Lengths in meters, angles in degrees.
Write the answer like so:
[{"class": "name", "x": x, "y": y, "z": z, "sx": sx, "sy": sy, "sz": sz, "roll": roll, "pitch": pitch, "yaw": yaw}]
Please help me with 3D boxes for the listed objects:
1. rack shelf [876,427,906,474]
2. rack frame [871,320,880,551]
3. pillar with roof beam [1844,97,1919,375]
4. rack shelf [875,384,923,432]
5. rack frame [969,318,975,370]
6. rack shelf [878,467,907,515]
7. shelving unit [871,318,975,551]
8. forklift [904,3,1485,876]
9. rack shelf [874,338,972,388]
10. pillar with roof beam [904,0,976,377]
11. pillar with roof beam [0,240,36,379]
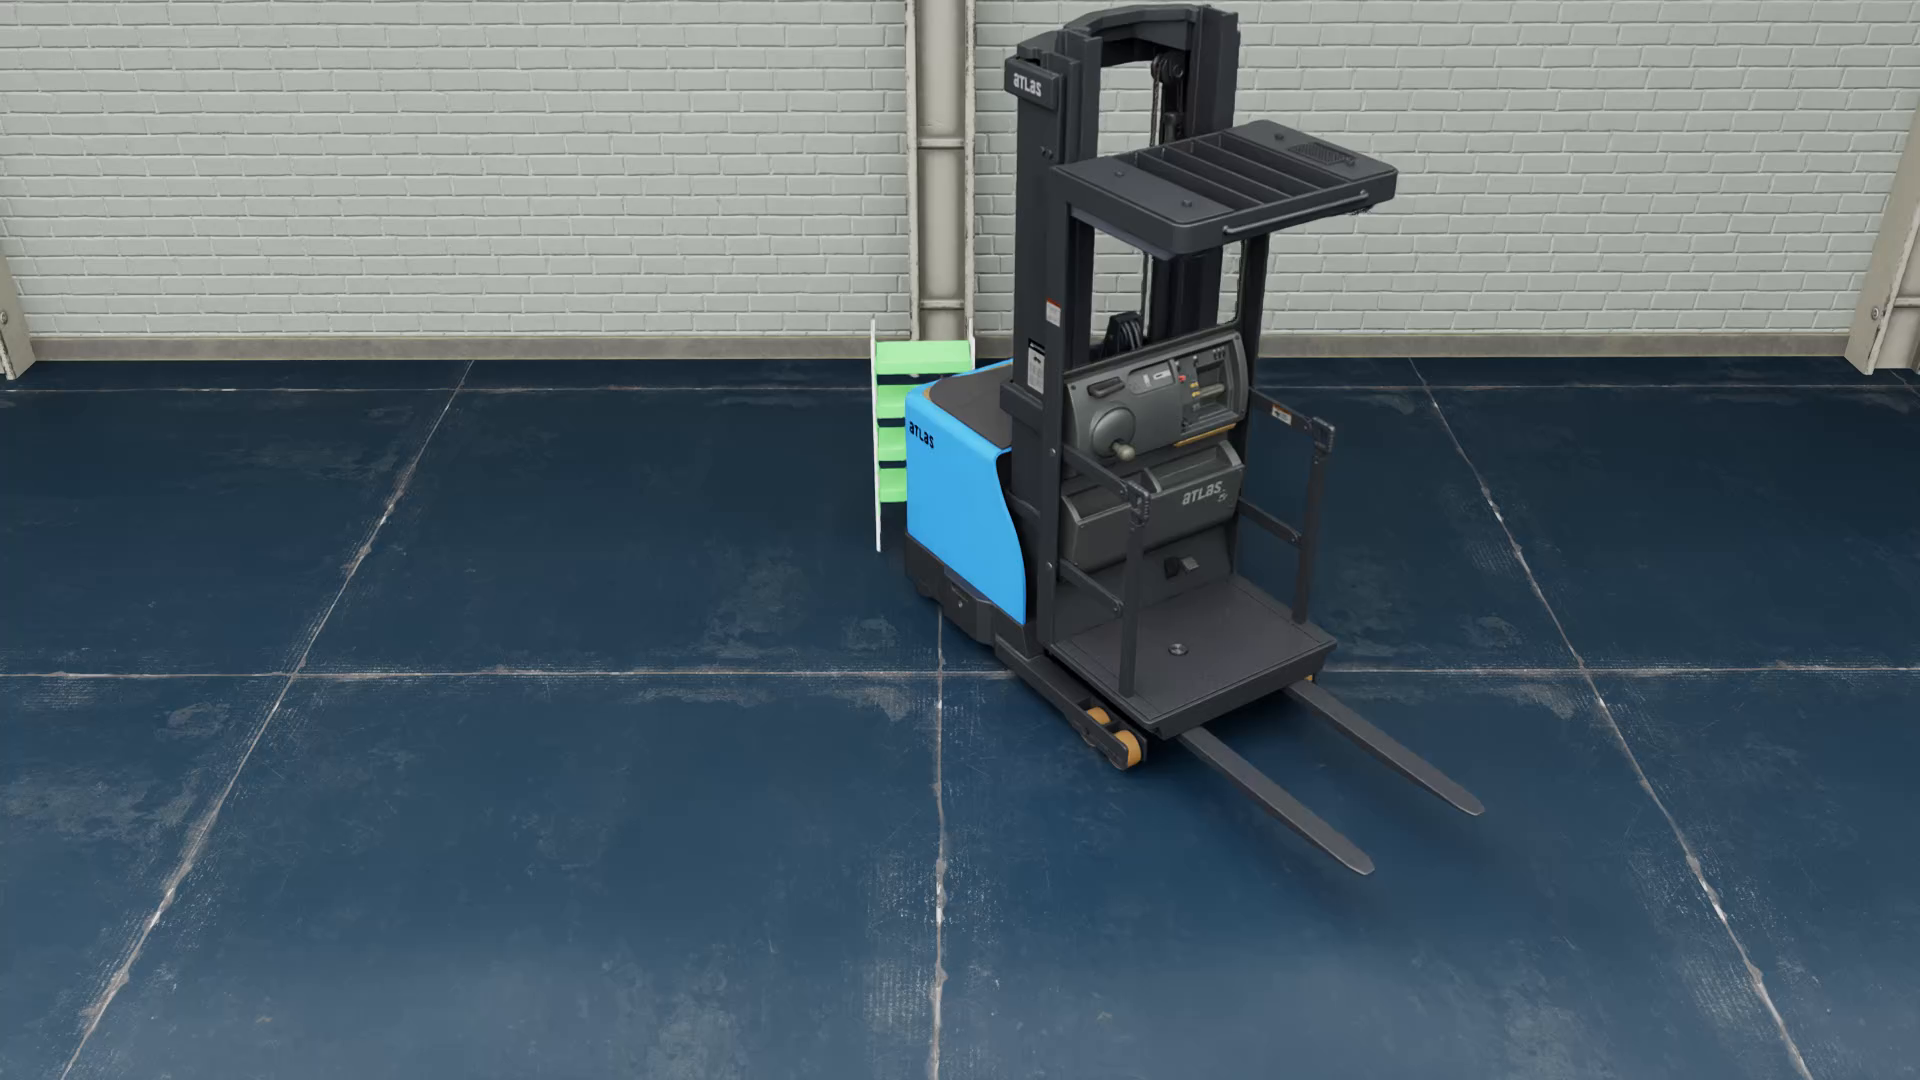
[{"class": "rack shelf", "x": -0.184, "y": -0.466, "z": 8.485, "sx": 0.480, "sy": 0.148, "sz": 0.258, "roll": -1, "pitch": 31, "yaw": -2}, {"class": "rack frame", "x": -0.428, "y": -0.516, "z": 8.443, "sx": 0.015, "sy": 1.200, "sz": 0.240, "roll": -1, "pitch": 31, "yaw": -2}, {"class": "pillar with roof beam", "x": 5.914, "y": -2.737, "z": 4.586, "sx": 0.400, "sy": 9.000, "sz": 9.100, "roll": 0, "pitch": 31, "yaw": 0}, {"class": "rack shelf", "x": -0.184, "y": -0.672, "z": 8.361, "sx": 0.480, "sy": 0.148, "sz": 0.258, "roll": -1, "pitch": 31, "yaw": -2}, {"class": "rack frame", "x": 0.059, "y": -0.526, "z": 8.461, "sx": 0.015, "sy": 1.200, "sz": 0.240, "roll": -1, "pitch": 31, "yaw": -2}, {"class": "rack shelf", "x": -0.184, "y": -0.261, "z": 8.610, "sx": 0.480, "sy": 0.148, "sz": 0.258, "roll": -1, "pitch": 31, "yaw": -2}, {"class": "shelving unit", "x": -0.184, "y": -0.521, "z": 8.452, "sx": 0.503, "sy": 1.200, "sz": 0.258, "roll": -1, "pitch": 31, "yaw": -2}, {"class": "forklift", "x": 0.959, "y": -0.553, "z": 6.836, "sx": 1.130, "sy": 2.935, "sz": 3.031, "roll": -19, "pitch": 36, "yaw": -28}, {"class": "rack shelf", "x": -0.184, "y": -0.877, "z": 8.236, "sx": 0.480, "sy": 0.148, "sz": 0.258, "roll": -1, "pitch": 31, "yaw": -2}, {"class": "pillar with roof beam", "x": -0.086, "y": -2.718, "z": 4.555, "sx": 0.400, "sy": 9.000, "sz": 9.100, "roll": 0, "pitch": 31, "yaw": 0}, {"class": "pillar with roof beam", "x": -6.086, "y": -2.699, "z": 4.524, "sx": 0.400, "sy": 9.000, "sz": 9.100, "roll": 0, "pitch": 31, "yaw": 0}]
